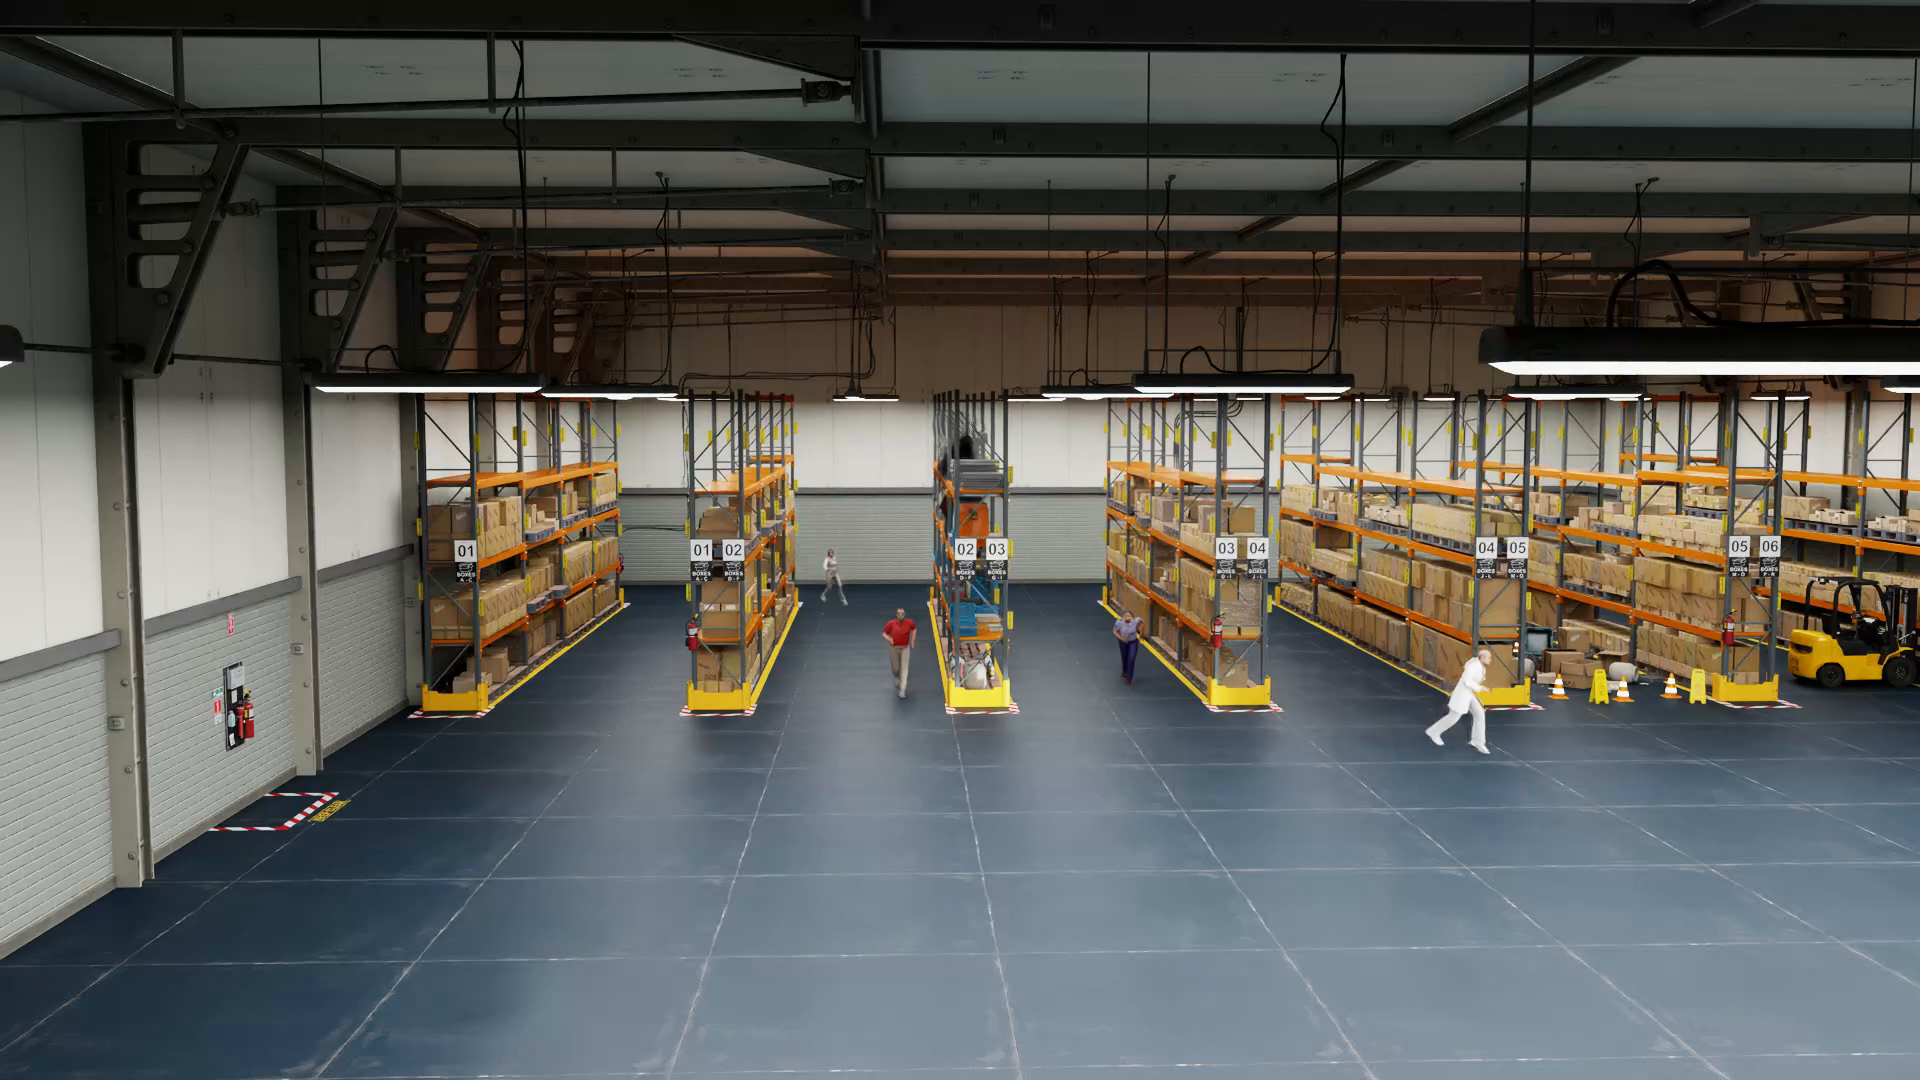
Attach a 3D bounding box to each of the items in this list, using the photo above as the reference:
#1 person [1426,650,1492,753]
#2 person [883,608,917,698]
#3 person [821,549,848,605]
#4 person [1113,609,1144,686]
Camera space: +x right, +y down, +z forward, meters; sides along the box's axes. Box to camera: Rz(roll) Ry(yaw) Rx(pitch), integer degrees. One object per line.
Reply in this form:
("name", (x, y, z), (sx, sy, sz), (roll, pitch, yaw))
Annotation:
("person", (8.280, 2.653, 27.579), (1.063, 1.743, 0.751), (3, 5, 29))
("person", (-1.185, 2.192, 32.841), (0.674, 1.718, 1.097), (0, 5, -3))
("person", (-3.684, 1.047, 47.639), (0.553, 1.590, 0.888), (-4, 6, -41))
("person", (3.461, 2.183, 34.216), (0.648, 1.613, 0.960), (0, 5, 4))
